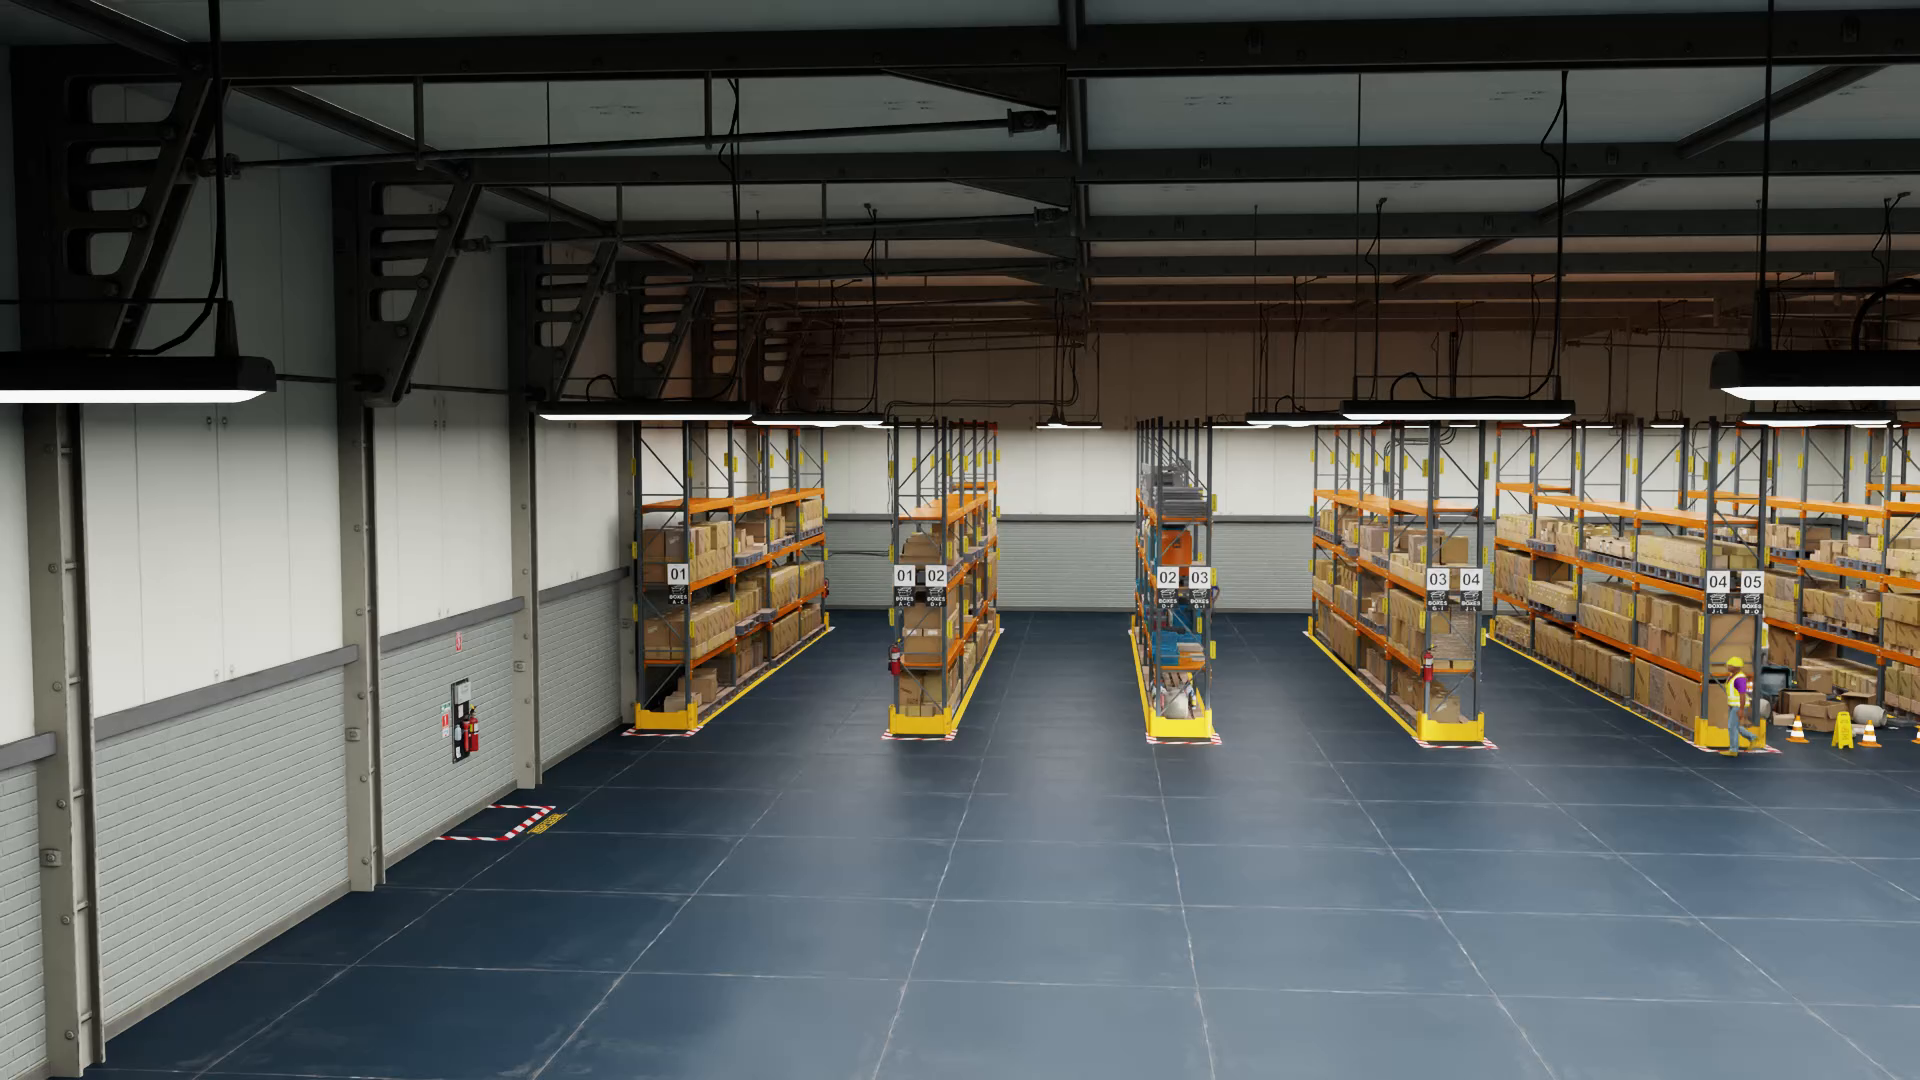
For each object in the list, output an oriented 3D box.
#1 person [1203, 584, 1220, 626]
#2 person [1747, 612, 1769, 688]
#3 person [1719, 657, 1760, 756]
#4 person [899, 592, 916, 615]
[{"bbox_3d":[7.263,1.780,48.463,0.621,1.568,0.732,1,4,14],"label":"person"},{"bbox_3d":[17.756,2.453,36.892,0.518,1.813,0.624,0,4,-7],"label":"person"},{"bbox_3d":[13.753,2.928,29.274,0.719,1.752,0.579,1,4,8],"label":"person"},{"bbox_3d":[-1.598,1.601,50.948,0.792,1.562,0.406,1,4,21],"label":"person"}]
